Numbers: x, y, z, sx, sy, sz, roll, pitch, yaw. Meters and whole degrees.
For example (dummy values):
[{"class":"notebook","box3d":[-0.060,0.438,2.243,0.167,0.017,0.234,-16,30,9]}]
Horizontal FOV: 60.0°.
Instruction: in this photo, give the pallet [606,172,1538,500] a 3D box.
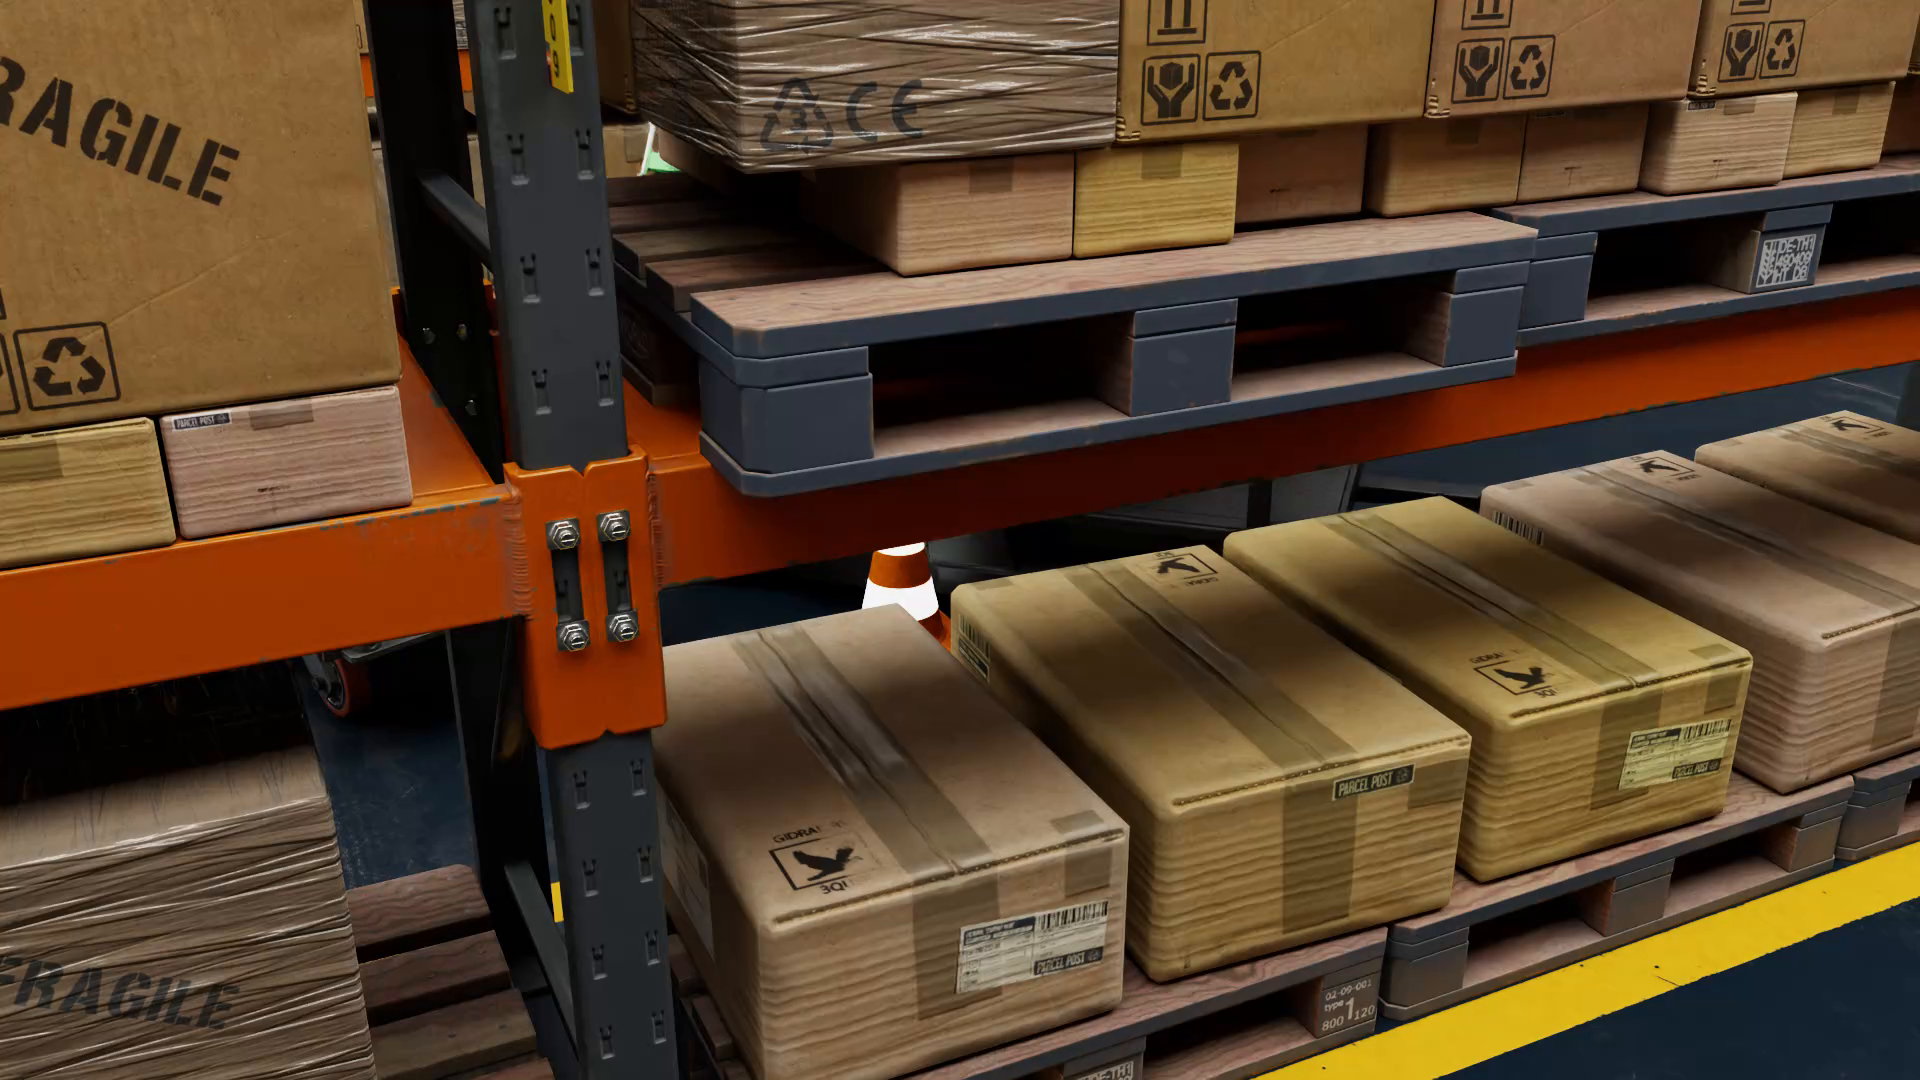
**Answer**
[{"class":"pallet","box3d":[0.076,-0.414,2.579,1.213,0.211,1.003,-10,25,-24]}]

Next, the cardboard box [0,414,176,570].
[{"class":"cardboard box","box3d":[-1.055,-0.108,1.917,0.250,0.149,0.380,-10,24,-22]}]

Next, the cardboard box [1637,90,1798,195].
[{"class":"cardboard box","box3d":[1.146,-0.693,2.782,0.250,0.149,0.380,-9,24,-22]}]

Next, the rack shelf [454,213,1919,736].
[{"class":"rack shelf","box3d":[1.126,-0.425,3.296,4.000,0.370,1.077,-10,25,-24]}]

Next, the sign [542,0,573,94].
[{"class":"sign","box3d":[-0.434,-0.640,1.742,0.005,0.325,0.100,-10,25,-24]}]

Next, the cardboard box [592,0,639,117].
[{"class":"cardboard box","box3d":[-0.359,-0.959,2.577,0.500,0.500,0.500,-11,25,-25]}]

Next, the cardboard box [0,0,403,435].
[{"class":"cardboard box","box3d":[-0.968,-0.450,1.896,0.500,0.500,0.500,-11,25,-25]}]

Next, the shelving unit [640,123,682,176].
[{"class":"shelving unit","box3d":[-0.922,-0.853,5.830,0.503,1.200,0.258,7,-18,3]}]

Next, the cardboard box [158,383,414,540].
[{"class":"cardboard box","box3d":[-0.833,-0.151,2.022,0.250,0.149,0.380,-11,25,-24]}]

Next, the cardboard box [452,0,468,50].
[{"class":"cardboard box","box3d":[-1.868,-2.240,6.608,0.500,0.500,0.500,-10,25,-23]}]

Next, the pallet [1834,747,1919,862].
[{"class":"pallet","box3d":[2.224,0.328,4.181,1.213,0.211,1.003,-10,25,-24]}]

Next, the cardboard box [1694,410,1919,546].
[{"class":"cardboard box","box3d":[2.415,0.021,4.164,0.625,0.372,0.950,-12,25,-27]}]

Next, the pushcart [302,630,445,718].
[{"class":"pushcart","box3d":[-1.710,0.008,4.736,1.648,0.377,0.936,20,30,40]}]

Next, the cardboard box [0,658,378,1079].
[{"class":"cardboard box","box3d":[-1.092,0.495,2.198,0.500,0.500,0.500,-11,25,-24]}]

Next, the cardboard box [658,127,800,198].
[{"class":"cardboard box","box3d":[-0.332,-0.684,2.760,0.250,0.149,0.380,-10,25,-23]}]

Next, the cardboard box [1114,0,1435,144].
[{"class":"cardboard box","box3d":[0.322,-0.866,2.351,0.500,0.500,0.500,-10,25,-23]}]

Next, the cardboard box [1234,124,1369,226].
[{"class":"cardboard box","box3d":[0.410,-0.598,2.553,0.250,0.149,0.380,-9,24,-20]}]

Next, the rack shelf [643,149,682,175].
[{"class":"rack shelf","box3d":[-0.870,-1.246,5.957,0.480,0.148,0.258,7,-18,3]}]

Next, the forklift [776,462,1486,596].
[{"class":"forklift","box3d":[0.680,-1.267,4.478,3.031,2.935,1.130,7,23,16]}]

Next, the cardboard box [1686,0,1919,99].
[{"class":"cardboard box","box3d":[1.232,-1.032,2.752,0.500,0.500,0.500,-12,25,-26]}]

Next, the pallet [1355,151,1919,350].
[{"class":"pallet","box3d":[1.163,-0.658,3.169,1.213,0.211,1.003,-10,25,-24]}]

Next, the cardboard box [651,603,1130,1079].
[{"class":"cardboard box","box3d":[-0.204,0.506,2.991,0.625,0.372,0.950,-10,25,-23]}]

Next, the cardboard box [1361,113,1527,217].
[{"class":"cardboard box","box3d":[0.660,-0.627,2.621,0.250,0.149,0.380,-10,25,-23]}]

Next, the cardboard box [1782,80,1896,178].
[{"class":"cardboard box","box3d":[1.373,-0.747,2.913,0.250,0.149,0.380,-11,25,-25]}]

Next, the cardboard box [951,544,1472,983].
[{"class":"cardboard box","box3d":[0.442,0.386,3.282,0.625,0.372,0.950,-9,24,-20]}]

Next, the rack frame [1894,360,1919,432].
[{"class":"rack frame","box3d":[2.928,-1.089,3.960,0.127,3.000,1.000,-10,25,-24]}]

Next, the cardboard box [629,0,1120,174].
[{"class":"cardboard box","box3d":[-0.129,-0.782,2.150,0.500,0.500,0.500,-10,24,-22]}]

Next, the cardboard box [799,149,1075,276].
[{"class":"cardboard box","box3d":[-0.041,-0.487,2.283,0.250,0.149,0.380,-10,25,-23]}]

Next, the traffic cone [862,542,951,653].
[{"class":"traffic cone","box3d":[-0.166,0.058,4.504,0.334,0.463,0.336,-10,25,-24]}]

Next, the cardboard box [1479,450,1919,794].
[{"class":"cardboard box","box3d":[1.754,0.146,3.861,0.625,0.372,0.950,-11,25,-25]}]

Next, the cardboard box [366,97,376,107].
[{"class":"cardboard box","box3d":[-3.973,-3.056,11.405,0.500,0.500,0.700,-11,25,-24]}]

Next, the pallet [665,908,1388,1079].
[{"class":"pallet","box3d":[0.025,0.733,3.203,1.213,0.211,1.003,-10,25,-24]}]

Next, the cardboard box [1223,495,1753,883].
[{"class":"cardboard box","box3d":[1.068,0.270,3.562,0.625,0.372,0.950,-10,24,-22]}]

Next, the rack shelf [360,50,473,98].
[{"class":"rack shelf","box3d":[-1.112,-2.114,7.376,4.000,0.370,1.077,-10,25,-24]}]

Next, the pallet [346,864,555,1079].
[{"class":"pallet","box3d":[-1.266,0.986,2.592,1.213,0.211,1.003,-10,25,-24]}]

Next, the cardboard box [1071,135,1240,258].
[{"class":"cardboard box","box3d":[0.188,-0.525,2.376,0.250,0.149,0.380,-10,24,-23]}]

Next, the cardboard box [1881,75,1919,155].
[{"class":"cardboard box","box3d":[1.564,-0.817,3.082,0.250,0.149,0.380,-10,25,-23]}]

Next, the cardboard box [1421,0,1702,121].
[{"class":"cardboard box","box3d":[0.774,-0.943,2.537,0.500,0.500,0.500,-11,25,-24]}]

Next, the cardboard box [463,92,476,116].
[{"class":"cardboard box","box3d":[-3.469,-3.149,11.629,0.500,0.500,0.700,-13,26,-28]}]

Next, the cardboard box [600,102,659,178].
[{"class":"cardboard box","box3d":[-1.522,-1.562,7.494,0.750,0.750,1.050,-10,25,-24]}]

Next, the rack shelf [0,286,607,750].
[{"class":"rack shelf","box3d":[-2.478,0.238,1.693,4.000,0.370,1.077,-10,25,-24]}]

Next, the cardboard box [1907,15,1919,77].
[{"class":"cardboard box","box3d":[1.724,-1.122,2.970,0.500,0.500,0.500,-12,25,-27]}]

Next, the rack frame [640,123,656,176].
[{"class":"rack frame","box3d":[-1.164,-0.881,5.843,0.015,1.200,0.240,7,-18,3]}]

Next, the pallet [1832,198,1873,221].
[{"class":"pallet","box3d":[2.333,-0.846,3.622,1.003,0.211,1.213,-10,25,-24]}]

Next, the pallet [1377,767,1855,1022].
[{"class":"pallet","box3d":[1.126,0.529,3.696,1.213,0.211,1.003,-10,25,-24]}]

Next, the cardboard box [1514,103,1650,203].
[{"class":"cardboard box","box3d":[0.884,-0.667,2.719,0.250,0.149,0.380,-10,25,-23]}]

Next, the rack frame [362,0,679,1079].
[{"class":"rack frame","box3d":[-0.676,-0.426,2.357,0.127,3.000,1.000,-10,25,-24]}]

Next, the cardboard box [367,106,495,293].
[{"class":"cardboard box","box3d":[-2.393,-1.403,7.111,0.750,0.750,1.050,-11,25,-24]}]

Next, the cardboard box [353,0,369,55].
[{"class":"cardboard box","box3d":[-2.323,-2.156,6.405,0.500,0.500,0.500,-10,25,-23]}]
